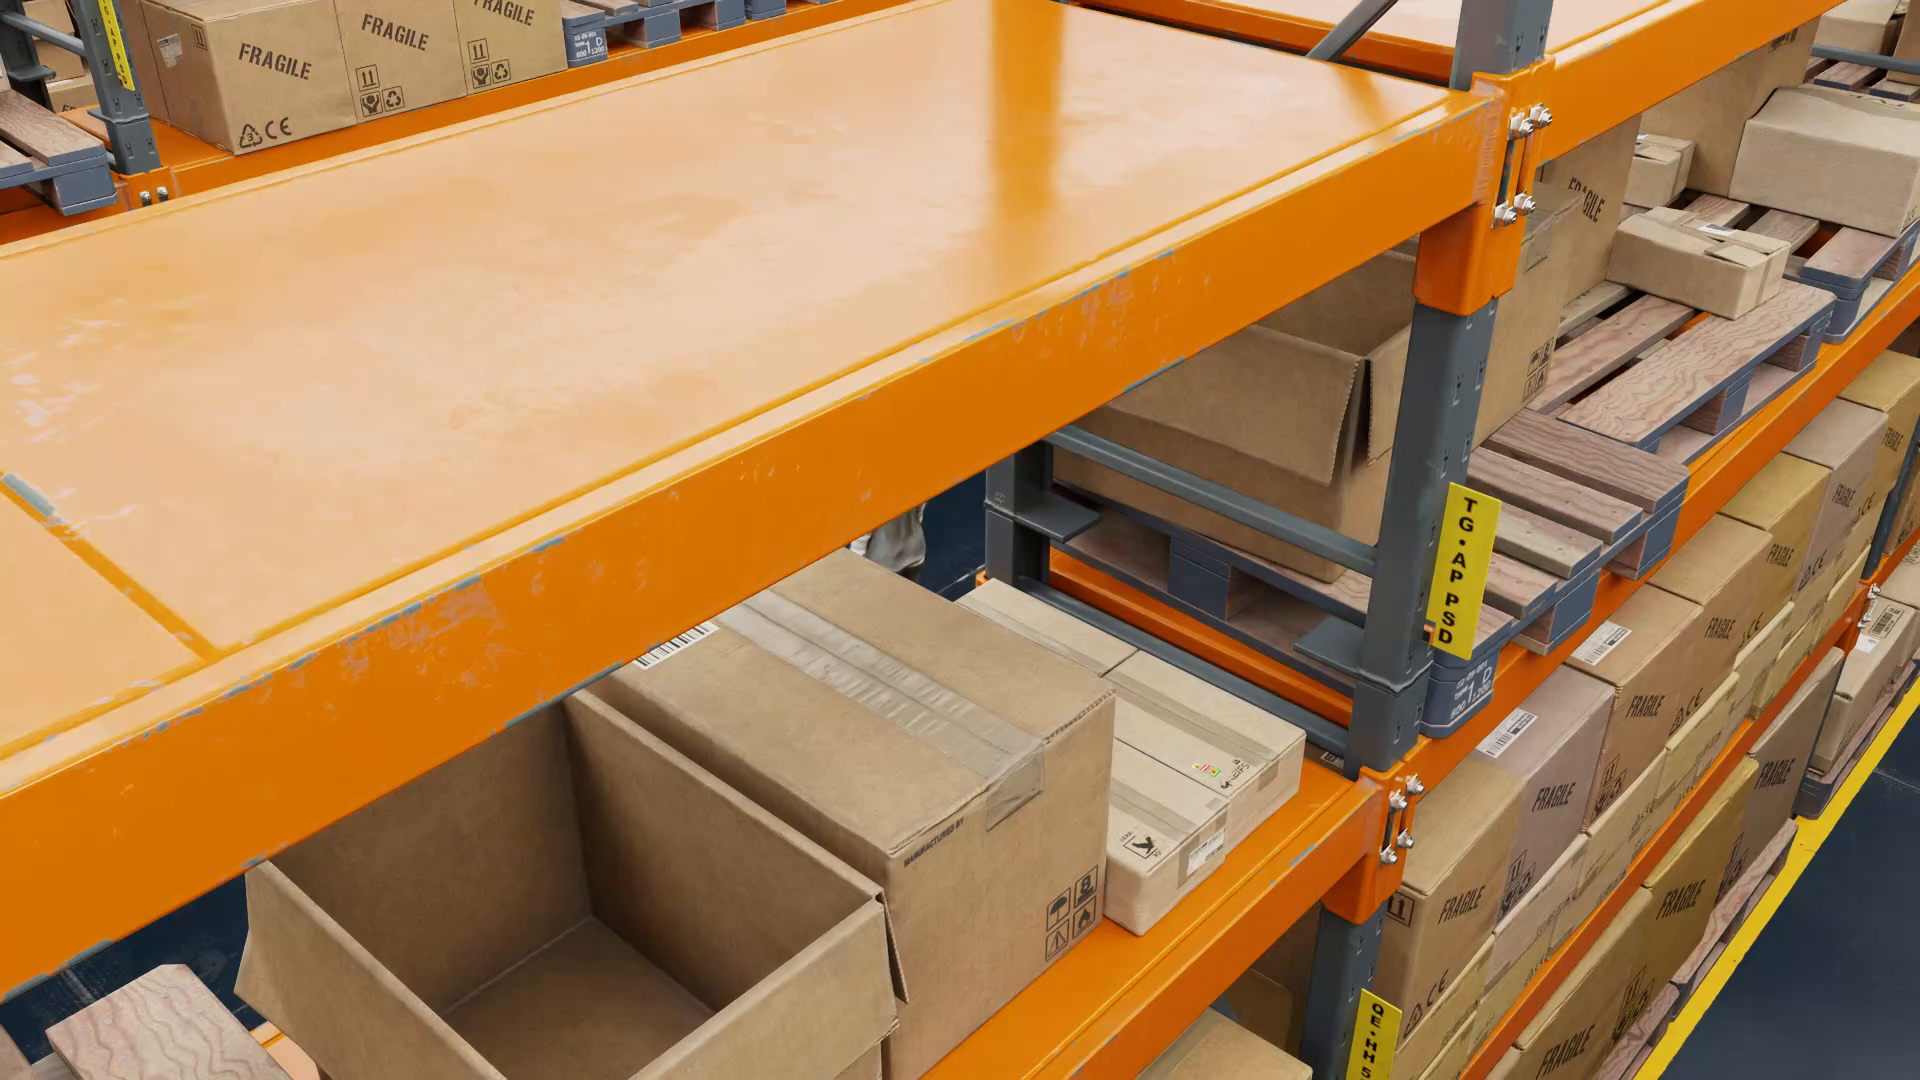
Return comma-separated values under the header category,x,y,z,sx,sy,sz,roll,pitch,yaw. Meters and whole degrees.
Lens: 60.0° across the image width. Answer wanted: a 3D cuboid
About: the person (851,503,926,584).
category,x,y,z,sx,sy,sz,roll,pitch,yaw
person,-0.328,0.092,7.498,0.308,1.599,0.406,27,41,36
